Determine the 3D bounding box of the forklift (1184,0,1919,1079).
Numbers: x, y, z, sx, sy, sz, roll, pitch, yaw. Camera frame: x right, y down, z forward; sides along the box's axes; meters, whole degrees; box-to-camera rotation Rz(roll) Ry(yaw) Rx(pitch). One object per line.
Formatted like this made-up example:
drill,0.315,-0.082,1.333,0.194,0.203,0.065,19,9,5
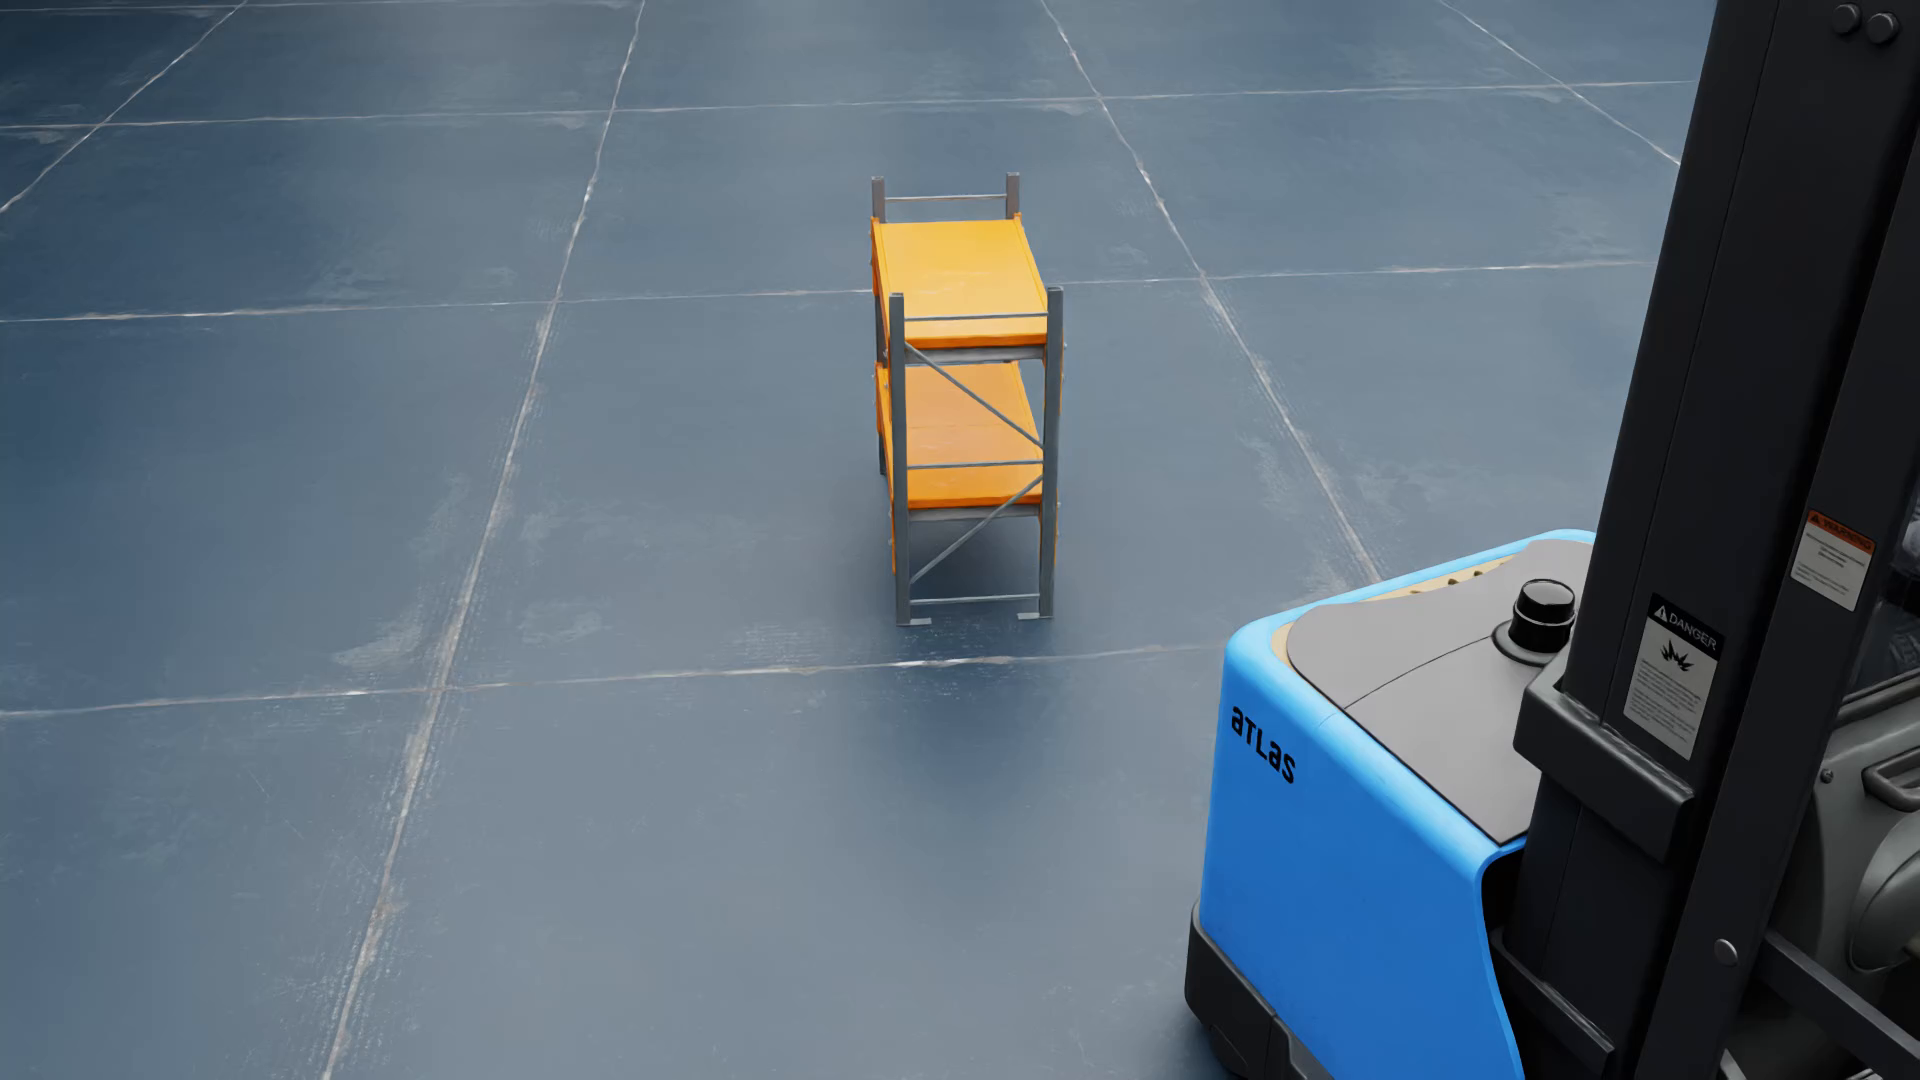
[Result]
forklift,1.632,0.405,2.214,1.130,2.935,3.031,-14,34,-23

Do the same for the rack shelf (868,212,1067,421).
rack shelf,-0.001,-0.738,5.317,0.538,0.278,1.000,-3,31,-5

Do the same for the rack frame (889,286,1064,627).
rack frame,0.047,-0.227,5.033,0.500,1.125,0.032,-3,31,-5

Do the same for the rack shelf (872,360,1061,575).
rack shelf,-0.001,-0.276,5.593,0.538,0.278,1.000,-3,31,-5

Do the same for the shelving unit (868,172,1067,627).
shelving unit,-0.001,-0.486,5.467,0.538,1.125,1.048,-3,31,-5

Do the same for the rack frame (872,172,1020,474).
rack frame,-0.048,-0.746,5.902,0.500,1.125,0.032,-3,31,-5
